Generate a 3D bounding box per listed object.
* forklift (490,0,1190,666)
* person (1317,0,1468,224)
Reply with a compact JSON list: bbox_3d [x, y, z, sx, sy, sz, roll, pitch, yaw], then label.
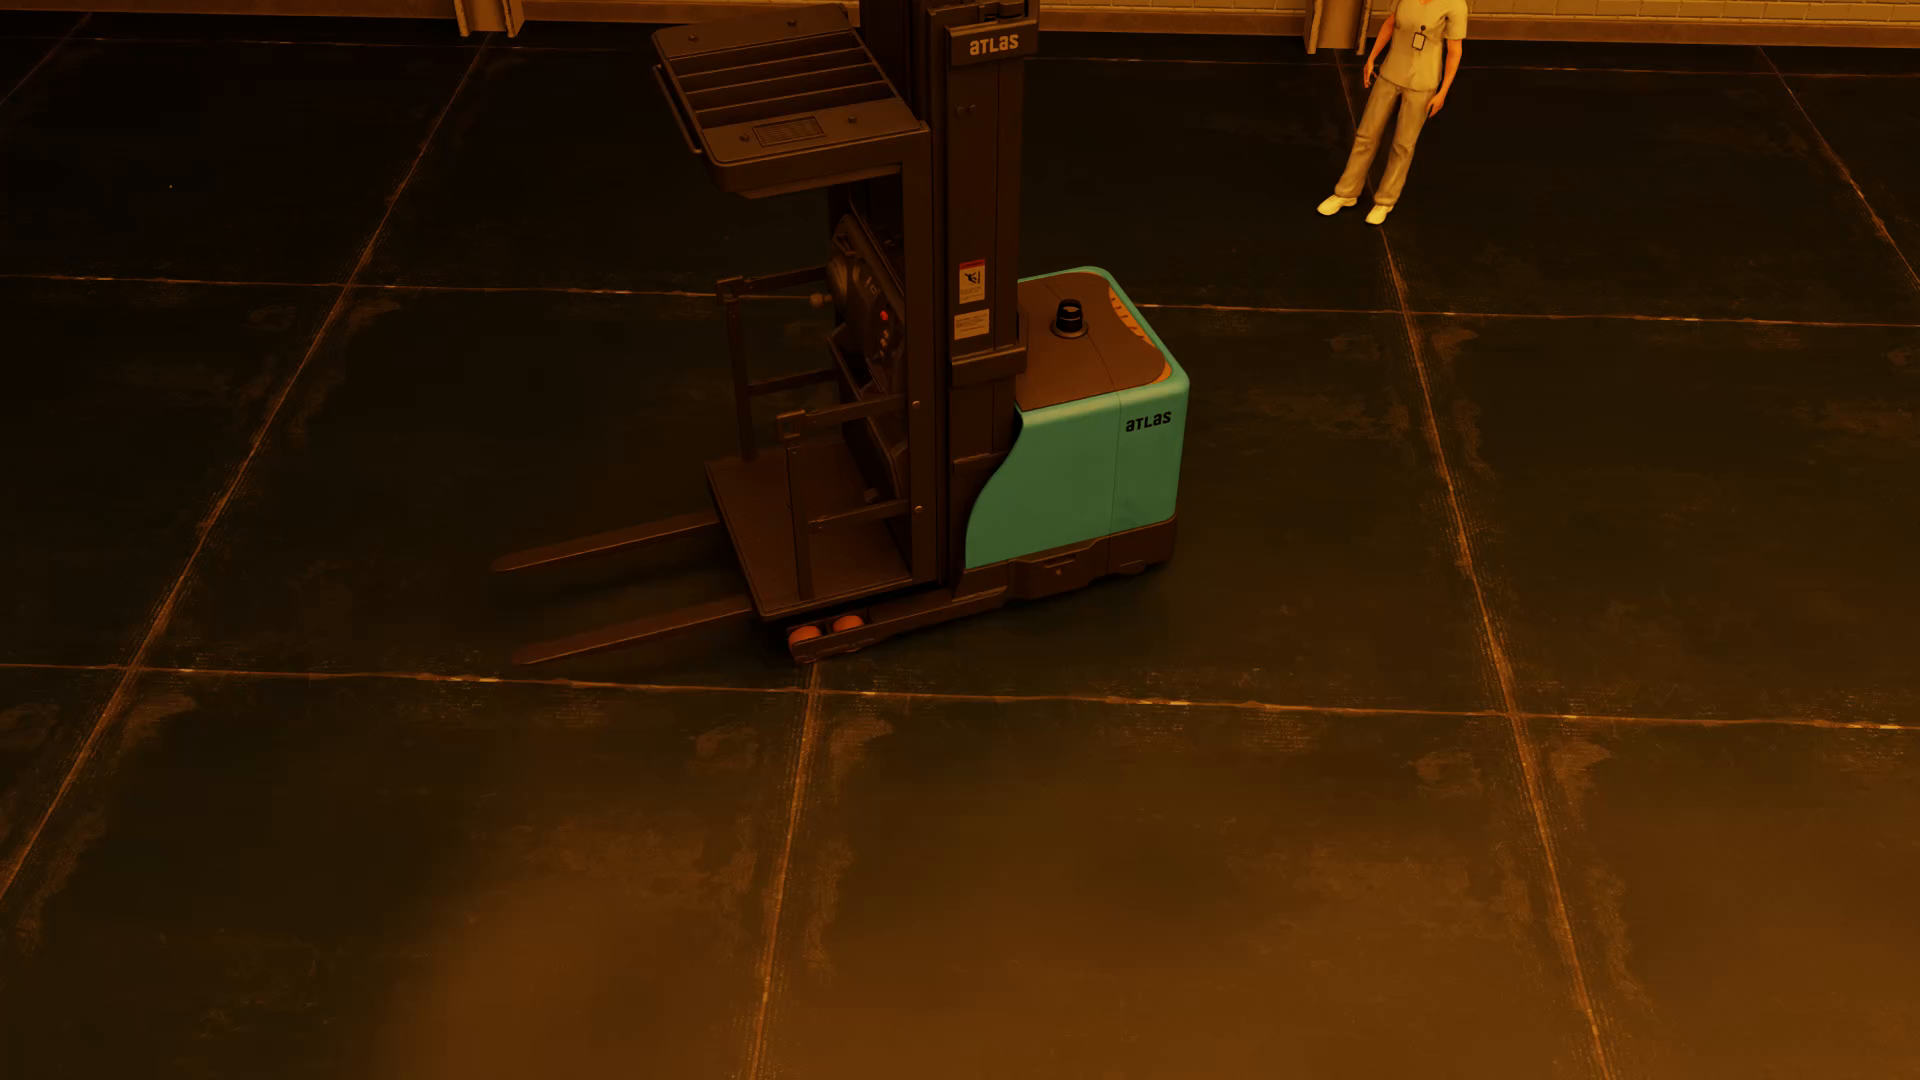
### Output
[{"bbox_3d":[-0.573,-0.945,6.778,3.031,2.935,1.130,-13,44,-14],"label":"forklift"},{"bbox_3d":[2.522,-2.600,9.512,0.550,1.675,0.545,32,51,30],"label":"person"}]
